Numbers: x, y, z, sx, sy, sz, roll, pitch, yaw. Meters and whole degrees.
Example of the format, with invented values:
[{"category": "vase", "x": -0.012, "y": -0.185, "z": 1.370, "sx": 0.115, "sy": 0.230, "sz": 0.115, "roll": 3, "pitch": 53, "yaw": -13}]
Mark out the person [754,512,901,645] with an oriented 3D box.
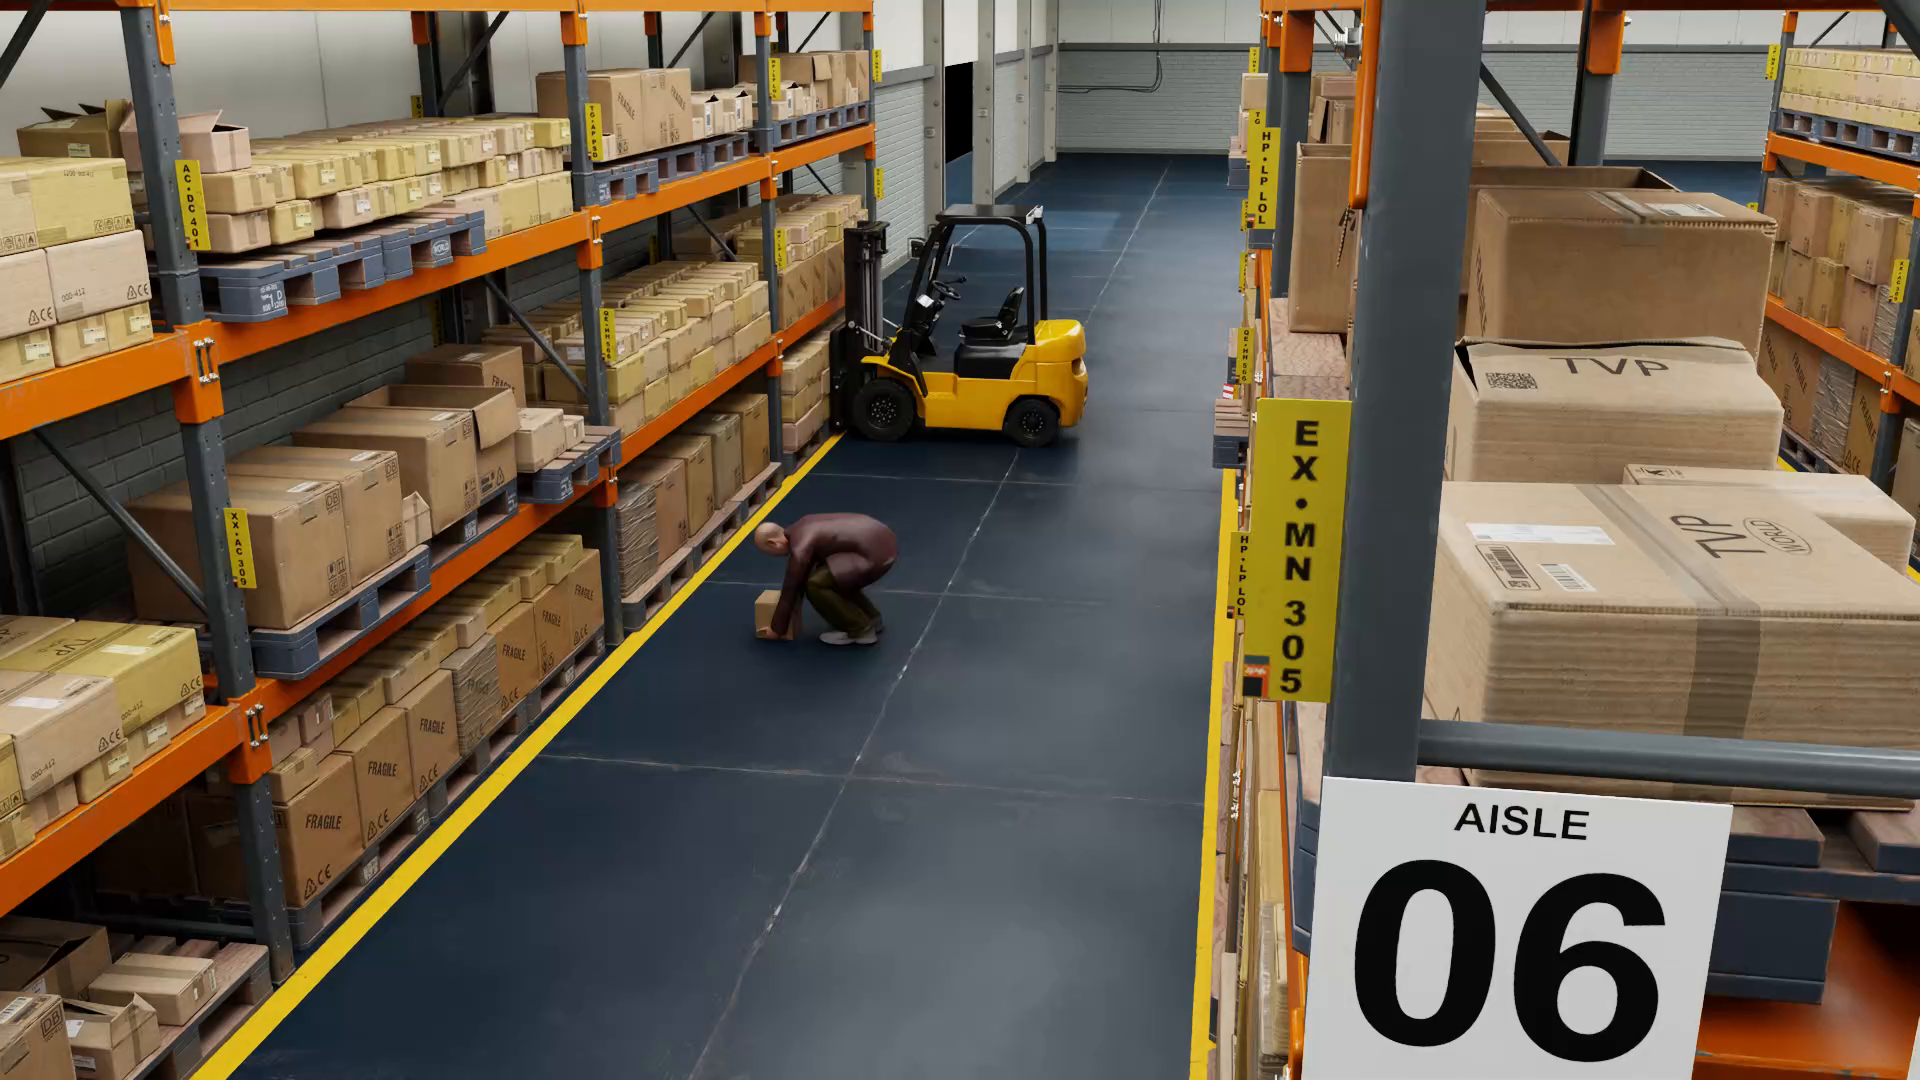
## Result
[{"category": "person", "x": -0.866, "y": 0.243, "z": 10.909, "sx": 0.951, "sy": 0.850, "sz": 0.584, "roll": 2, "pitch": 18, "yaw": 7}]
